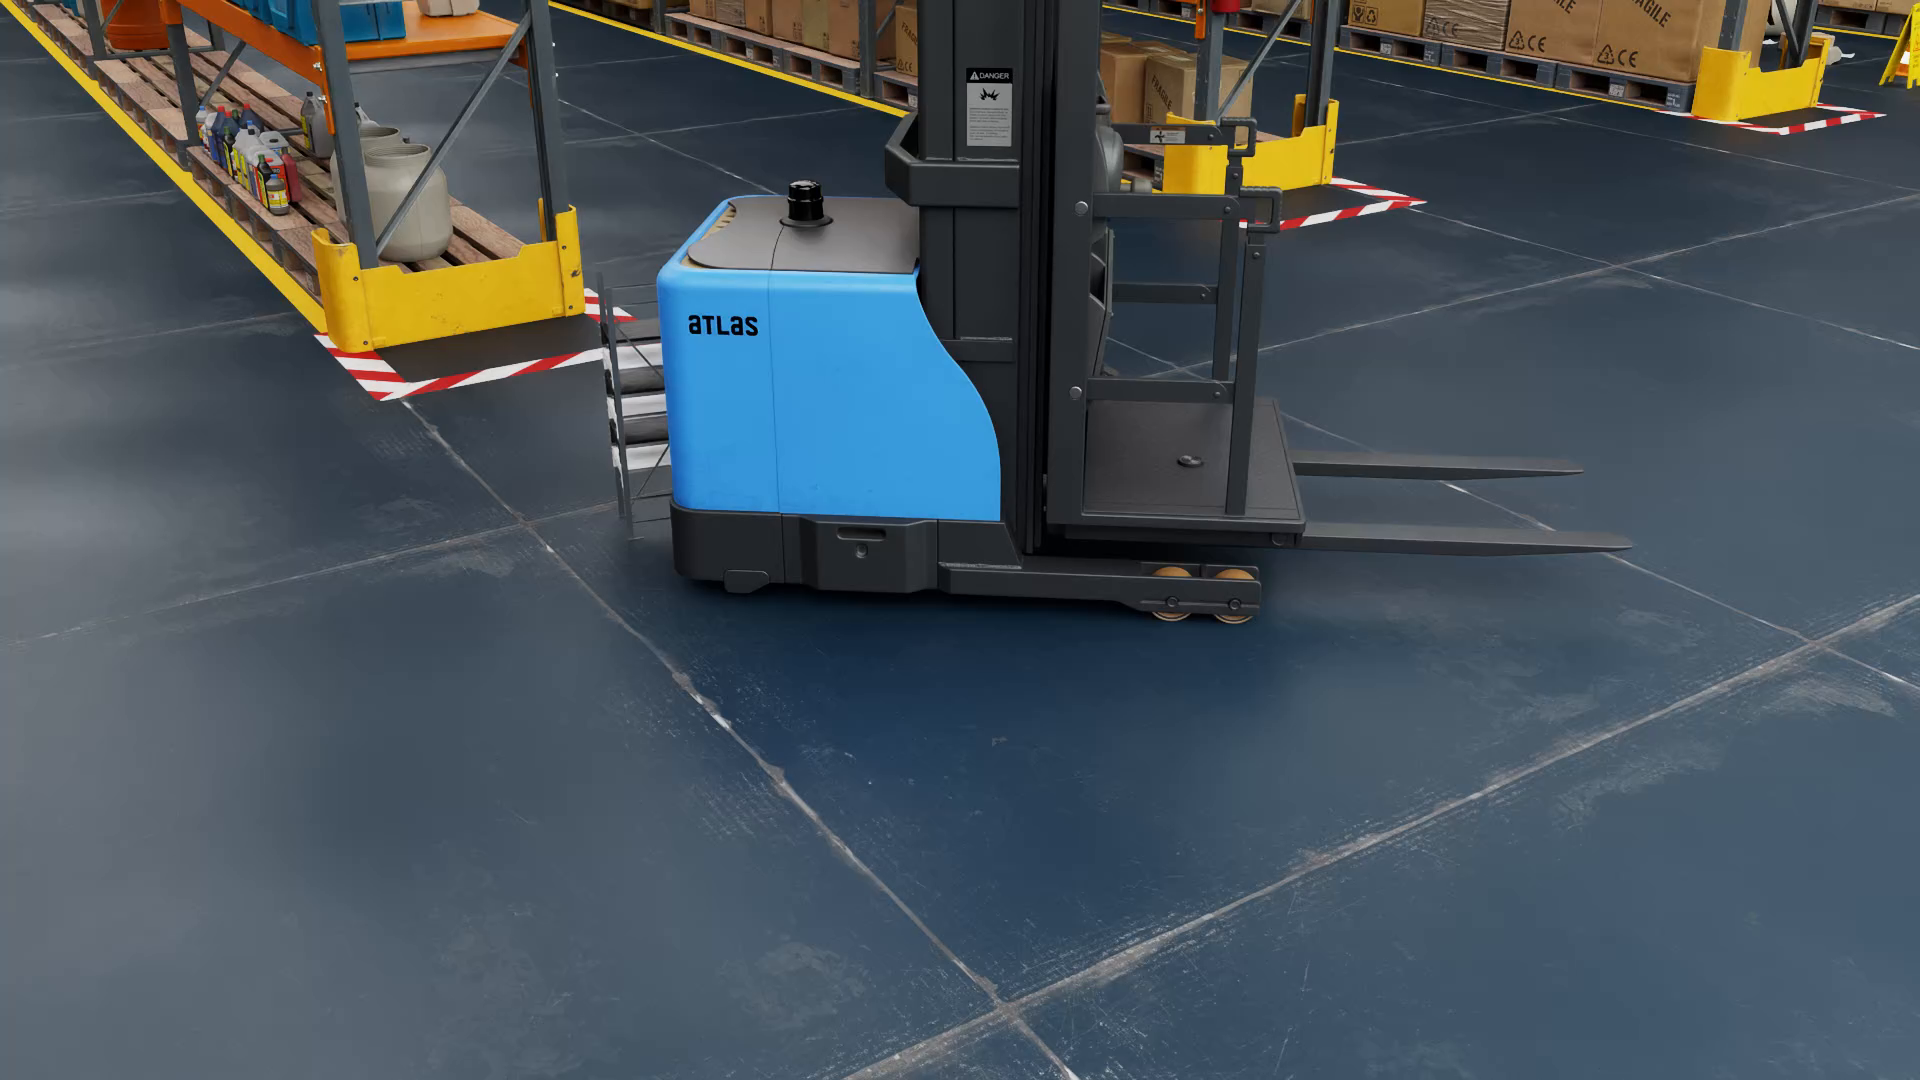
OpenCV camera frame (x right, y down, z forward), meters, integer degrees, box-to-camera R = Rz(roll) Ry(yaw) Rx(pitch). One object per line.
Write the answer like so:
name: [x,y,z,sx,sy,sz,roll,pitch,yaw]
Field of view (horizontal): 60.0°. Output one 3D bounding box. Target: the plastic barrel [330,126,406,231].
plastic barrel: [-3.001,-1.837,8.549,0.421,0.512,0.421,0,25,0]

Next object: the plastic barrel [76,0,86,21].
plastic barrel: [-7.953,-5.057,15.371,0.421,0.512,0.421,0,25,0]

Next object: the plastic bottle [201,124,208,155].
plastic bottle: [-4.626,-2.487,10.266,0.097,0.201,0.097,0,25,0]

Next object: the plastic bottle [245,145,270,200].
plastic bottle: [-3.865,-2.043,9.239,0.152,0.276,0.135,-16,30,-31]

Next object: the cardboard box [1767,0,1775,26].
cardboard box: [7.068,-4.748,15.218,0.637,0.503,0.797,7,26,15]

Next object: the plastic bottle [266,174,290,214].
plastic bottle: [-3.674,-1.863,8.945,0.097,0.201,0.097,0,25,0]

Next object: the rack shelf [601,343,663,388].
rack shelf: [-1.066,-0.595,5.613,0.258,0.077,0.200,-8,27,-17]

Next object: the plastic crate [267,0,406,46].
plastic crate: [-2.828,-2.417,7.530,0.499,0.251,0.616,-16,29,-30]

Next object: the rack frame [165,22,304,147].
rack frame: [-4.488,-3.806,10.298,1.000,3.000,0.127,-16,29,-30]

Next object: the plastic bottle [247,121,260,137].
plastic bottle: [-4.215,-2.362,9.919,0.097,0.271,0.097,0,25,0]

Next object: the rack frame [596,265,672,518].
rack frame: [-1.099,-0.504,5.763,0.240,0.900,0.006,-8,27,-17]

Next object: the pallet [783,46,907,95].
pallet: [-0.764,-3.977,13.927,1.003,0.211,1.213,-16,29,-30]

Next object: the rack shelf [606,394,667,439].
rack shelf: [-1.066,-0.432,5.690,0.258,0.077,0.200,-8,27,-17]

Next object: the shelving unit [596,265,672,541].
shelving unit: [-1.066,-0.463,5.676,0.258,0.900,0.210,-8,27,-17]

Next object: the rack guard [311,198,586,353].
rack guard: [-2.385,-1.261,7.835,1.175,0.500,0.348,-16,29,-30]

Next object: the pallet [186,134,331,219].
pallet: [-4.156,-2.295,10.363,1.003,0.211,1.213,-16,29,-30]

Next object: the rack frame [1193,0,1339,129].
rack frame: [1.845,-3.529,9.712,1.000,3.000,0.127,-16,29,-30]

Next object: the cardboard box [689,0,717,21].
cardboard box: [-2.139,-5.224,15.715,0.700,0.500,0.500,-17,30,-32]

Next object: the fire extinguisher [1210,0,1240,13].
fire extinguisher: [1.522,-3.346,9.414,0.296,0.674,0.183,-16,29,-30]

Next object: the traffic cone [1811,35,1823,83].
traffic cone: [6.956,-4.023,13.729,0.336,0.463,0.334,-16,29,-30]

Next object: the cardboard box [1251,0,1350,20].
cardboard box: [3.458,-5.453,15.931,1.050,0.750,0.750,-16,29,-30]

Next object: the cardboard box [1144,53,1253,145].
cardboard box: [1.519,-2.816,10.637,0.500,0.500,0.500,-10,27,-20]

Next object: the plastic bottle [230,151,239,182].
plastic bottle: [-4.157,-2.179,9.616,0.097,0.201,0.097,0,25,0]

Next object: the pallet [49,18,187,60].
pallet: [-7.799,-4.683,15.424,1.003,0.211,1.213,-16,29,-30]

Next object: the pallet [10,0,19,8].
pallet: [-9.959,-6.097,18.417,1.003,0.211,1.213,-16,29,-30]

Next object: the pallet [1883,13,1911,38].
pallet: [9.693,-4.904,15.890,1.003,0.211,1.213,-16,29,-30]

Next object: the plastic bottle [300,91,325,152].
plastic bottle: [-4.016,-2.610,10.352,0.144,0.351,0.185,-16,29,-30]

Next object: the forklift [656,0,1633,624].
forklift: [0.620,-1.302,5.074,3.031,2.935,1.130,2,25,5]

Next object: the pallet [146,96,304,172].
pallet: [-4.949,-2.816,11.469,1.003,0.211,1.213,-16,29,-30]

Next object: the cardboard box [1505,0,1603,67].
cardboard box: [5.149,-4.419,13.595,0.875,0.875,0.875,-16,30,-30]

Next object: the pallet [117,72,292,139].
pallet: [-5.619,-3.253,12.394,1.003,0.211,1.213,-16,29,-30]

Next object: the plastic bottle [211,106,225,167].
plastic bottle: [-4.395,-2.421,9.953,0.144,0.351,0.185,-15,29,-28]

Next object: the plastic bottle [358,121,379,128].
plastic bottle: [-3.529,-2.366,9.924,0.152,0.276,0.135,-15,29,-29]

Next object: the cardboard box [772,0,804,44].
cardboard box: [-1.206,-4.628,14.453,0.700,0.500,0.500,-18,31,-34]

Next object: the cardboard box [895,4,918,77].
cardboard box: [-0.153,-3.867,12.864,0.500,0.500,0.500,-17,30,-31]

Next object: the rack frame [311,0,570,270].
rack frame: [-2.304,-2.375,7.267,1.000,3.000,0.127,-16,29,-30]

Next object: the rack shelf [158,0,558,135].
rack shelf: [-3.396,-2.765,8.936,1.077,0.370,4.000,-16,29,-30]

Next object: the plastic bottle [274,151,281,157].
plastic bottle: [-3.881,-2.111,9.471,0.097,0.201,0.097,0,25,0]

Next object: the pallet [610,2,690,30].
pallet: [-2.889,-5.429,17.003,1.003,0.211,1.213,-16,29,-30]

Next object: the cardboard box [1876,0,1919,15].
cardboard box: [9.206,-5.199,15.978,0.500,0.250,0.500,-15,29,-29]

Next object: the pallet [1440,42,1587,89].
pallet: [4.892,-4.092,14.170,1.003,0.211,1.213,-16,29,-30]
